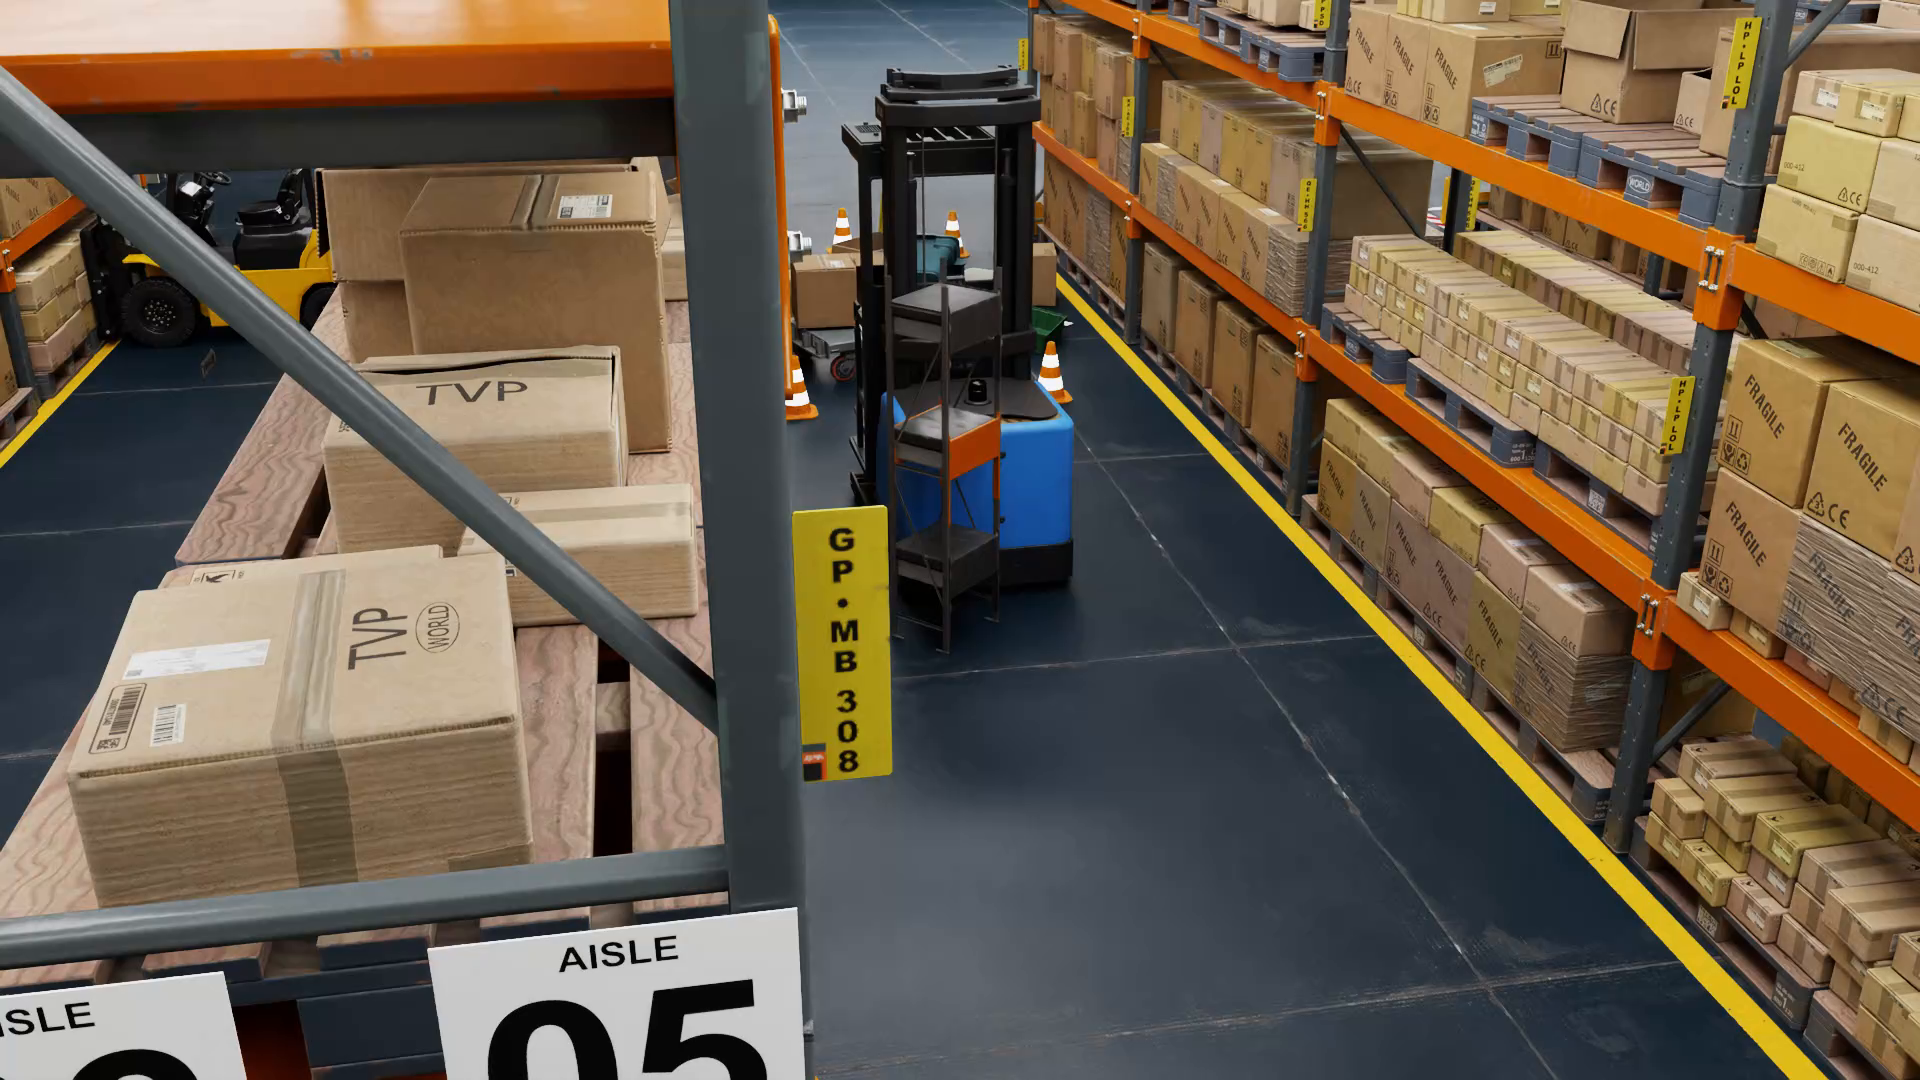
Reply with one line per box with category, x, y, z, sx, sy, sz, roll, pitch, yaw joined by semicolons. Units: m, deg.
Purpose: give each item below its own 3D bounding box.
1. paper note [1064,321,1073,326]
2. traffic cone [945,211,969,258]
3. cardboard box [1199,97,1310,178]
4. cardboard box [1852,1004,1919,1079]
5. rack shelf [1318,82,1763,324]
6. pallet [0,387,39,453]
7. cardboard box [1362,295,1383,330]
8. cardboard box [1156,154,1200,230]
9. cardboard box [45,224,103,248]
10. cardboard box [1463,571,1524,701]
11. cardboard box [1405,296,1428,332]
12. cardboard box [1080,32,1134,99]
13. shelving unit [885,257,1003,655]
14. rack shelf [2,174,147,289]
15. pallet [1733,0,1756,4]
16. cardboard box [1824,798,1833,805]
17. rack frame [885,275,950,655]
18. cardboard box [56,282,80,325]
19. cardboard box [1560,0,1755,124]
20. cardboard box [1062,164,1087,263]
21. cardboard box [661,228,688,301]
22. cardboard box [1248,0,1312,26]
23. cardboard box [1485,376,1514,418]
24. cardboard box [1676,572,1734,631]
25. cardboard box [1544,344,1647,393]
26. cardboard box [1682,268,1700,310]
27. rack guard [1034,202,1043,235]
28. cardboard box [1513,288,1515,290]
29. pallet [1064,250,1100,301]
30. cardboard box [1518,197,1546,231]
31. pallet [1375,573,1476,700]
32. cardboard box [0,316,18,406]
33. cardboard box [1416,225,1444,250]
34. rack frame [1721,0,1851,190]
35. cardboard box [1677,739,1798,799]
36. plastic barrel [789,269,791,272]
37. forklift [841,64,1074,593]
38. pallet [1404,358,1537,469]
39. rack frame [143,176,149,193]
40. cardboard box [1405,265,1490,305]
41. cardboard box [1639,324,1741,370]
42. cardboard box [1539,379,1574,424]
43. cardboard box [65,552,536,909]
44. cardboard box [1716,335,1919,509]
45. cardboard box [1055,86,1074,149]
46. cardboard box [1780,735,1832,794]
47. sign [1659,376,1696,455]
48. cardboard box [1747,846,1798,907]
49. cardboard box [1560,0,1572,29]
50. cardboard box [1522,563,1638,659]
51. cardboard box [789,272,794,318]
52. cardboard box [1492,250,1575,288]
paper note;0.941;-1.996;15.281;0.142;0.020;0.147;18;29;36
traffic cone;-0.082;-3.256;17.627;0.336;0.463;0.334;-4;24;-10
cardboard box;2.243;-3.067;12.651;0.700;0.500;0.500;-4;24;-9
cardboard box;3.466;1.776;5.973;0.380;0.149;0.250;-5;24;-11
rack shelf;3.065;-1.844;8.375;1.077;0.370;4.000;-4;24;-10
pallet;-7.594;-0.819;12.362;1.003;0.211;1.213;-4;24;-10
cardboard box;2.629;-1.366;9.920;0.380;0.149;0.250;-3;24;-7
cardboard box;1.882;-2.780;13.241;0.500;0.500;0.500;-4;24;-9
cardboard box;-7.827;-2.592;14.598;0.500;0.250;0.500;-5;24;-11
cardboard box;2.955;0.466;8.533;0.500;0.500;0.500;-5;24;-11
cardboard box;2.739;-1.284;9.359;0.380;0.149;0.250;-4;24;-10
cardboard box;1.634;-4.508;15.788;0.875;0.550;0.500;-4;24;-10
shelving unit;-0.084;-0.447;9.151;0.431;2.100;0.503;16;28;32
rack shelf;-8.138;-2.841;14.406;1.077;0.370;4.000;-4;24;-10
pallet;6.858;-4.524;13.848;1.213;0.211;1.003;-4;24;-10
cardboard box;3.867;1.171;6.986;0.380;0.149;0.250;-5;24;-12
rack frame;-0.226;-0.368;8.969;0.400;2.100;0.015;16;28;32
cardboard box;-7.649;-1.957;13.768;0.500;0.250;0.500;-4;24;-10
cardboard box;3.278;-2.244;7.739;0.797;0.503;0.637;-5;24;-10
cardboard box;1.571;-3.343;16.787;0.875;0.875;0.875;-5;24;-11
cardboard box;-0.930;-0.772;4.687;0.380;0.149;0.250;-4;24;-8
cardboard box;2.207;-3.547;10.837;0.500;0.311;0.500;-4;24;-10
cardboard box;2.922;-0.743;8.493;0.380;0.149;0.250;-3;24;-7
cardboard box;3.165;0.238;6.770;0.380;0.149;0.250;-3;24;-8
cardboard box;3.023;-0.816;7.917;0.380;0.149;0.250;-4;24;-10
cardboard box;6.941;-2.299;14.840;0.700;0.500;0.500;-6;24;-14
rack guard;1.211;-3.596;18.360;1.175;0.500;0.348;-4;24;-10
cardboard box;3.336;-1.430;9.695;0.380;0.149;0.250;-4;24;-8
pallet;1.662;-2.667;16.592;1.003;0.211;1.213;-4;24;-10
cardboard box;6.352;-3.627;17.906;0.500;0.500;0.500;2;24;4
pallet;3.060;0.479;9.390;1.003;0.211;1.213;-4;24;-10
cardboard box;-7.661;-1.284;12.384;0.875;0.625;0.625;-3;24;-7
cardboard box;2.877;-1.828;11.063;0.500;0.500;0.500;-4;24;-9
rack frame;3.434;-2.762;5.830;1.000;3.000;0.127;-4;24;-10
cardboard box;3.295;0.980;7.052;0.380;0.149;0.250;-3;24;-8
plastic barrel;-1.761;-2.445;15.820;0.512;0.421;0.421;13;27;27
forklift;-0.135;-1.589;10.727;1.130;2.935;3.031;-5;24;-11
pallet;3.101;-0.722;8.895;1.003;0.211;1.213;-4;24;-10
rack frame;-8.508;-3.957;16.063;1.000;3.000;0.127;-4;24;-10
cardboard box;2.732;-1.433;9.329;0.380;0.149;0.250;-5;24;-12
cardboard box;3.620;-0.960;8.247;0.380;0.149;0.250;-5;24;-10
cardboard box;3.019;-0.676;7.969;0.380;0.149;0.250;-5;24;-11
cardboard box;-0.844;0.253;2.214;0.500;0.250;0.500;-7;24;-15
cardboard box;3.278;-0.457;6.303;0.500;0.500;0.500;-4;24;-8
cardboard box;1.432;-4.214;16.464;0.875;0.550;0.550;-4;24;-10
cardboard box;3.756;0.950;7.122;0.380;0.149;0.250;-4;24;-8
sign;2.890;-0.500;6.701;0.100;0.325;0.005;-4;24;-10
cardboard box;3.402;1.318;6.651;0.380;0.149;0.250;-4;24;-10
cardboard box;3.283;-2.713;8.384;0.396;0.266;0.258;-4;24;-10
cardboard box;3.048;0.323;7.924;0.500;0.250;0.500;-5;24;-11
cardboard box;-1.752;-2.131;15.001;0.500;0.500;0.500;13;27;27
cardboard box;3.329;-1.575;9.654;0.380;0.149;0.250;-4;24;-8
